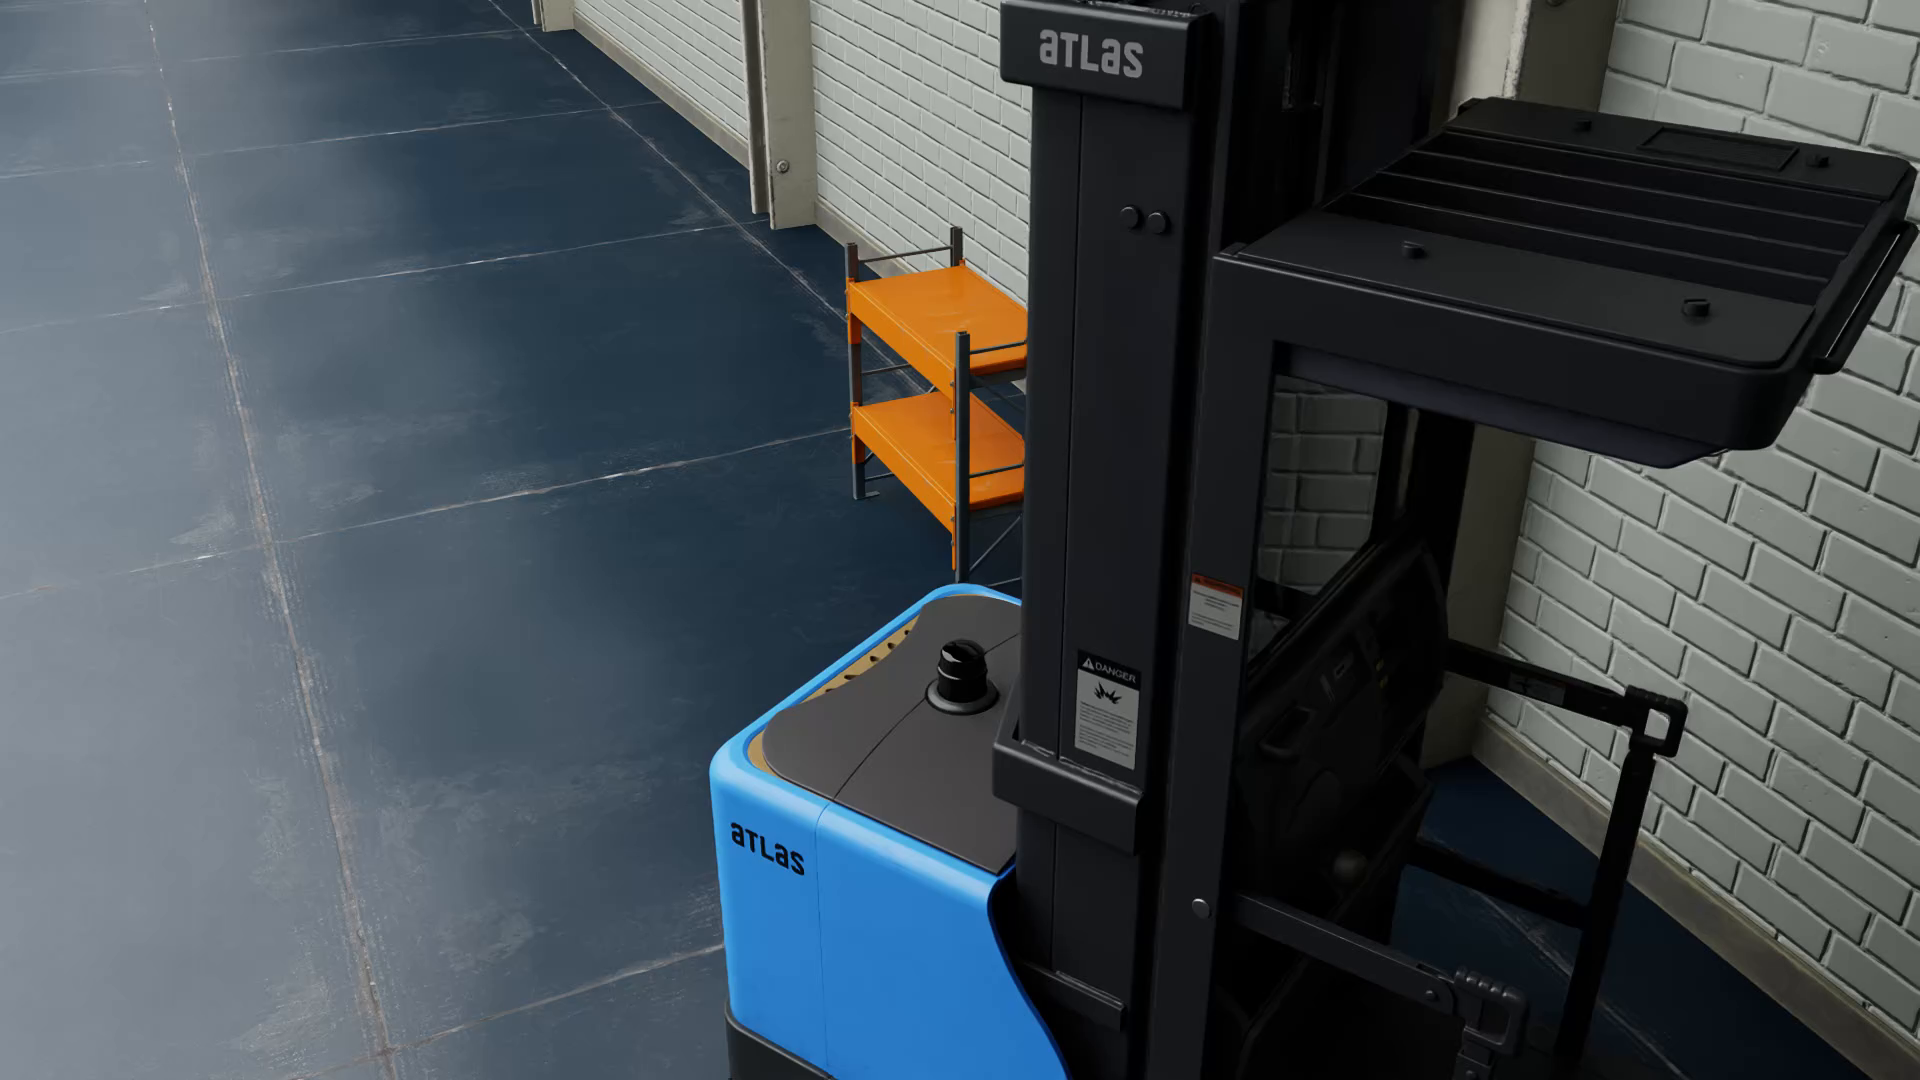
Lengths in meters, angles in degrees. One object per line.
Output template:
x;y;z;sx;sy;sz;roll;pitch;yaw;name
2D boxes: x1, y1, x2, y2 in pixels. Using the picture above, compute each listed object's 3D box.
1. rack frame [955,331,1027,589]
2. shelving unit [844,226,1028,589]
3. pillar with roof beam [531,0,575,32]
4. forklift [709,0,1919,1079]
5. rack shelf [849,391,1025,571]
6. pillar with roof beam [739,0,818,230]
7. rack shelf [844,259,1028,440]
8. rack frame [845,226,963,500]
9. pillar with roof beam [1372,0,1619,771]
0.215;-0.269;6.080;0.500;1.125;0.032;-13;32;-22;rack frame
-0.003;-0.494;6.480;0.538;1.125;1.048;-13;32;-22;shelving unit
-7.545;-7.678;11.241;9.100;9.000;0.400;-13;32;-22;pillar with roof beam
0.924;0.354;3.122;3.031;2.935;1.130;19;34;30;forklift
-0.003;-0.280;6.600;0.538;0.278;1.000;-13;32;-22;rack shelf
-4.969;-5.027;6.515;9.100;9.000;0.400;-13;32;-22;pillar with roof beam
-0.003;-0.749;6.337;0.538;0.278;1.000;-13;32;-22;rack shelf
-0.221;-0.718;6.881;0.500;1.125;0.032;-13;32;-22;rack frame
-2.393;-2.377;1.788;9.100;9.000;0.400;-13;32;-22;pillar with roof beam
